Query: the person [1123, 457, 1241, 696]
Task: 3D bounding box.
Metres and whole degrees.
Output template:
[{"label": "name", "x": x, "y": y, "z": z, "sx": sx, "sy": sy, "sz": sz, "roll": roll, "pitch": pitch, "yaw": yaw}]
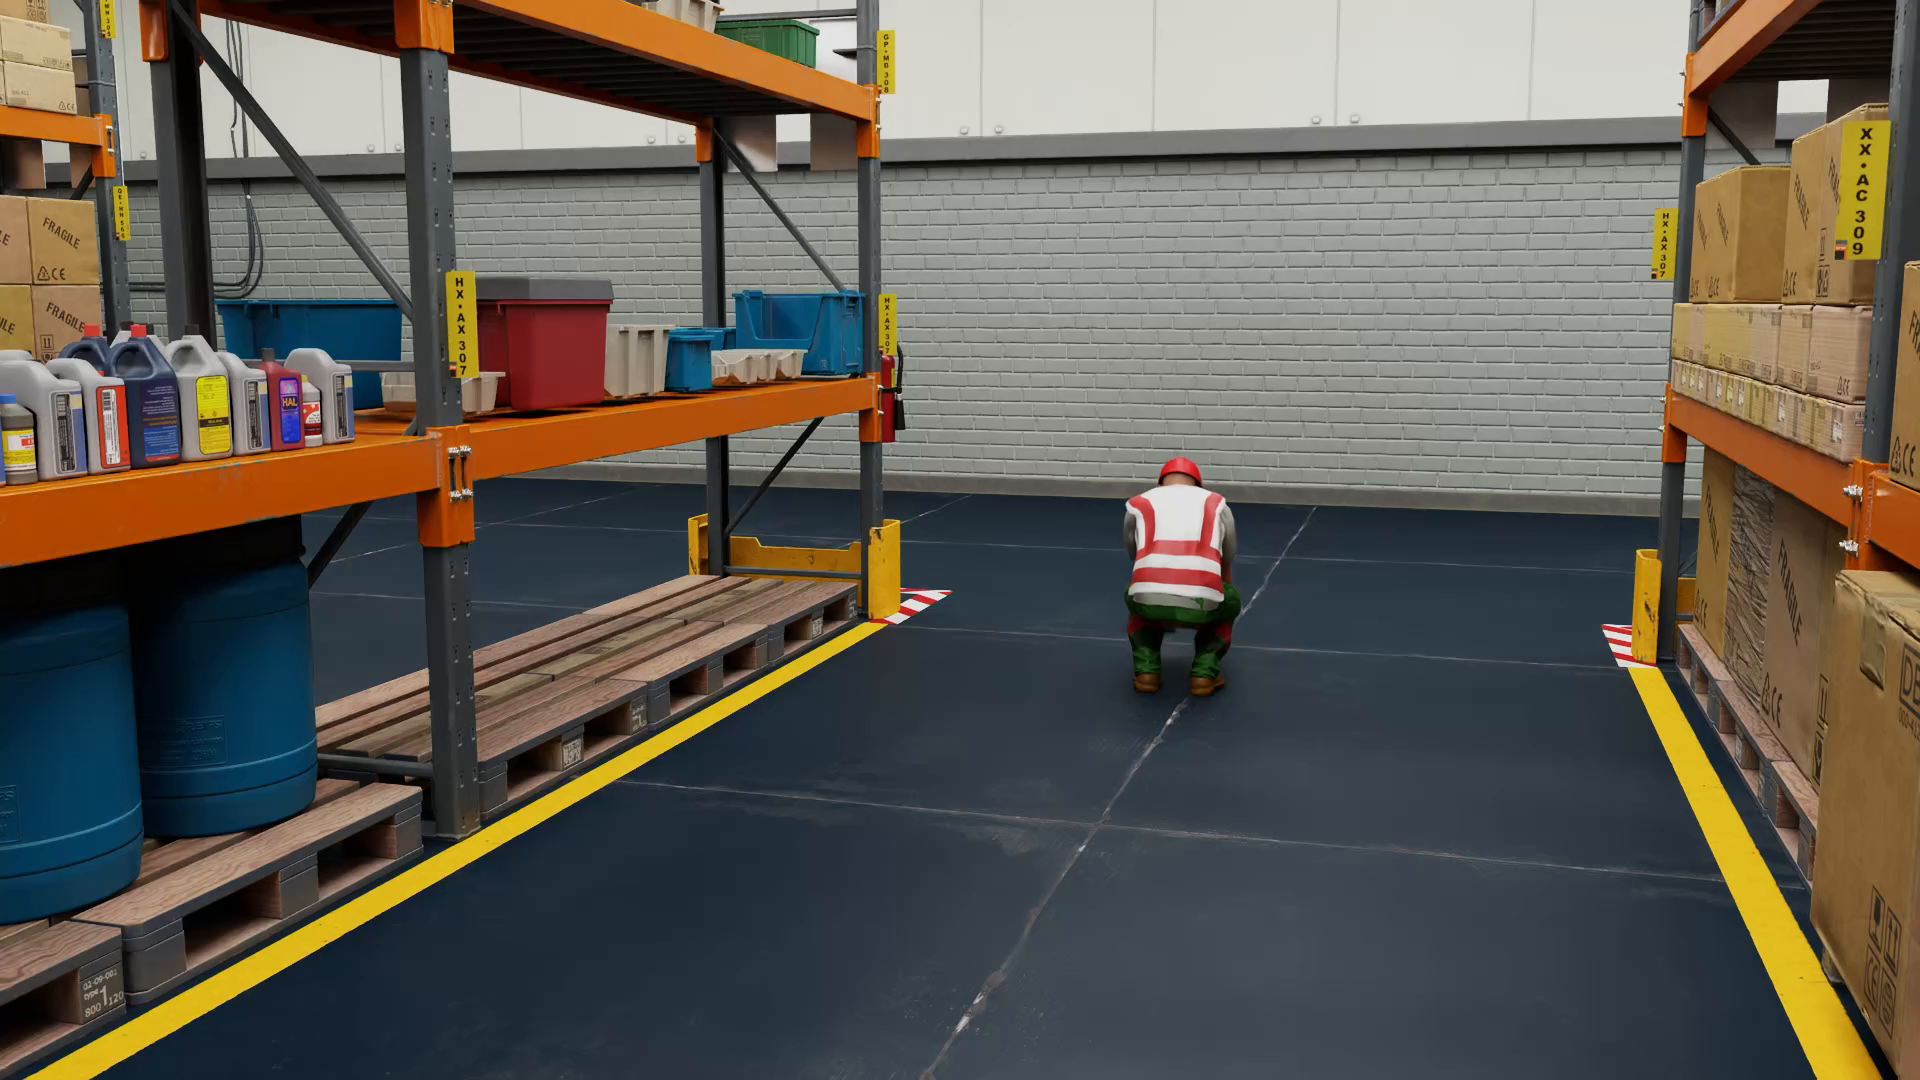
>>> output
[{"label": "person", "x": 0.990, "y": 0.151, "z": 7.492, "sx": 0.548, "sy": 1.000, "sz": 0.886, "roll": 2, "pitch": 9, "yaw": 15}]
